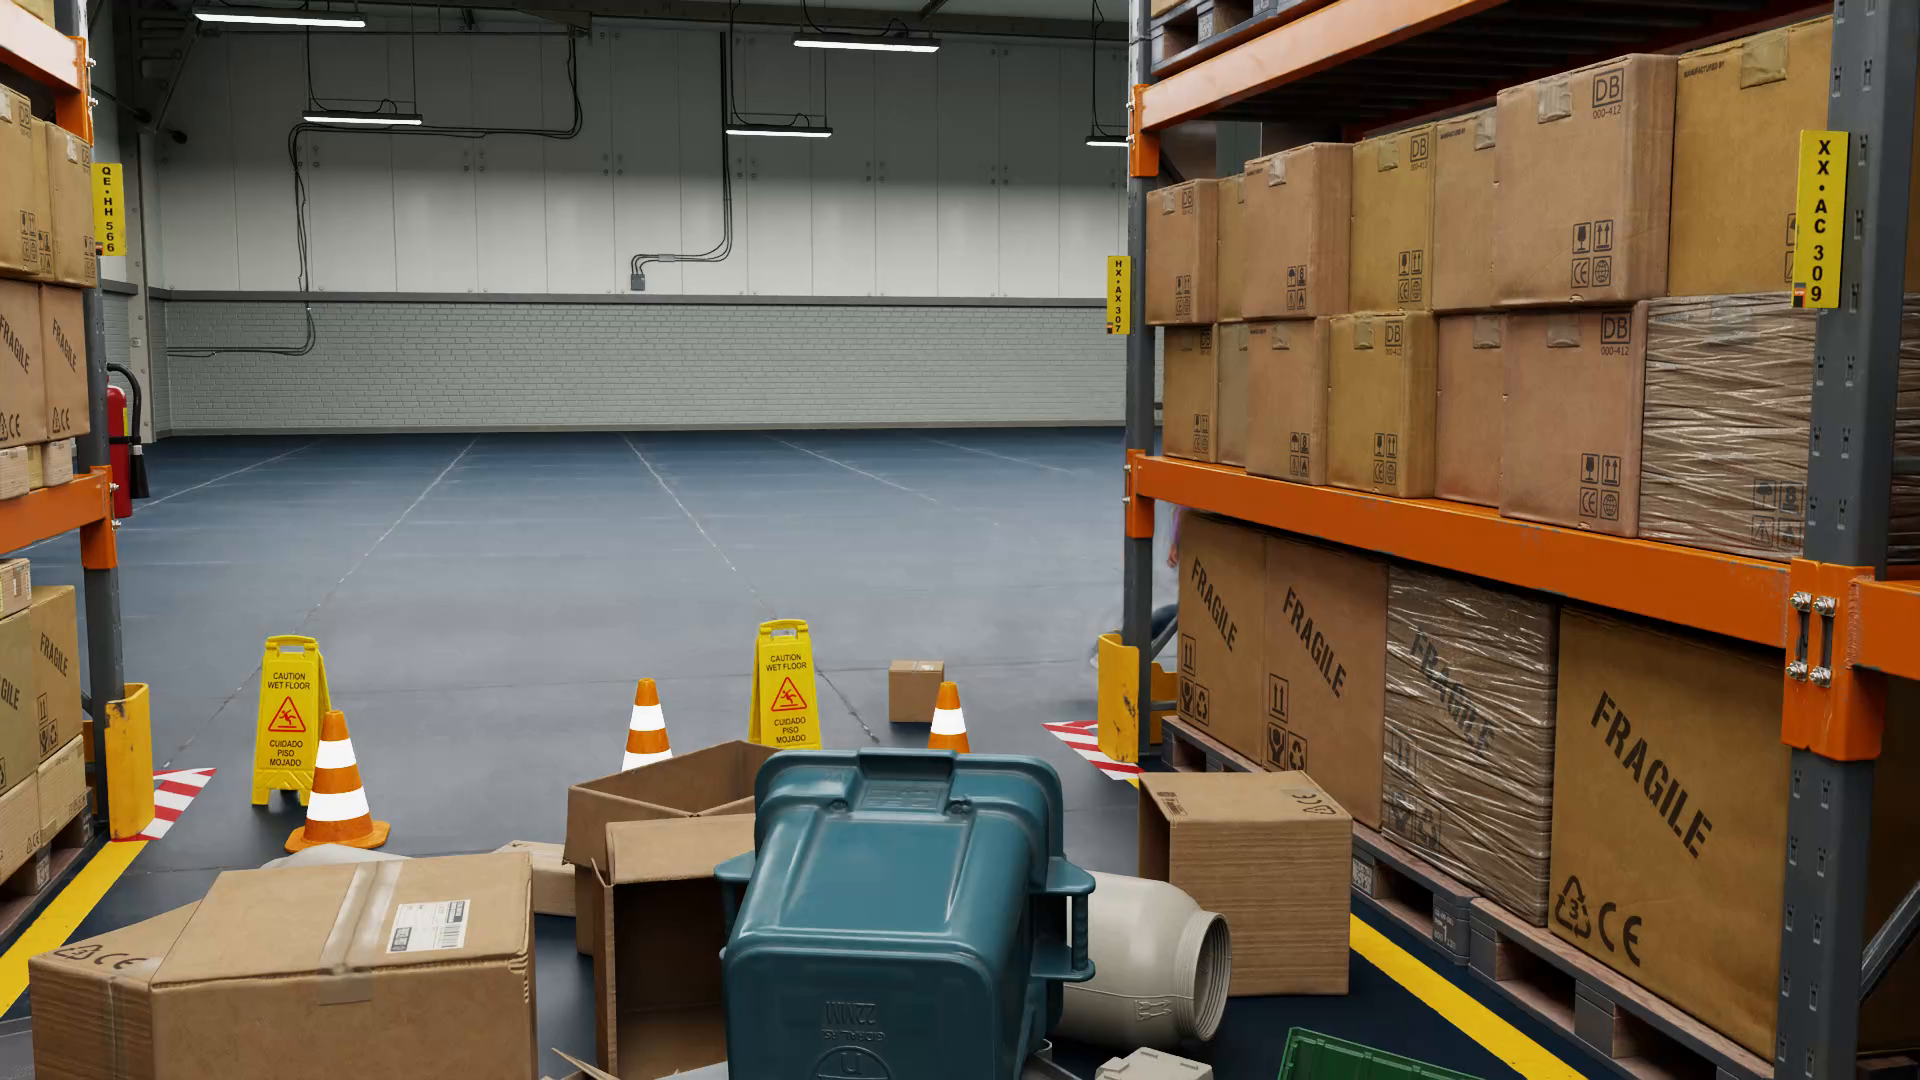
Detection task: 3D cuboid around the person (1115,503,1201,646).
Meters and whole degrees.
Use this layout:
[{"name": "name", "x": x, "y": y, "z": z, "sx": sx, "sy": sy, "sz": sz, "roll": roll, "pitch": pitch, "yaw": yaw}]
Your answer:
[{"name": "person", "x": 1.163, "y": -0.006, "z": 8.362, "sx": 0.851, "sy": 1.549, "sz": 0.394, "roll": 0, "pitch": 6, "yaw": 3}]
